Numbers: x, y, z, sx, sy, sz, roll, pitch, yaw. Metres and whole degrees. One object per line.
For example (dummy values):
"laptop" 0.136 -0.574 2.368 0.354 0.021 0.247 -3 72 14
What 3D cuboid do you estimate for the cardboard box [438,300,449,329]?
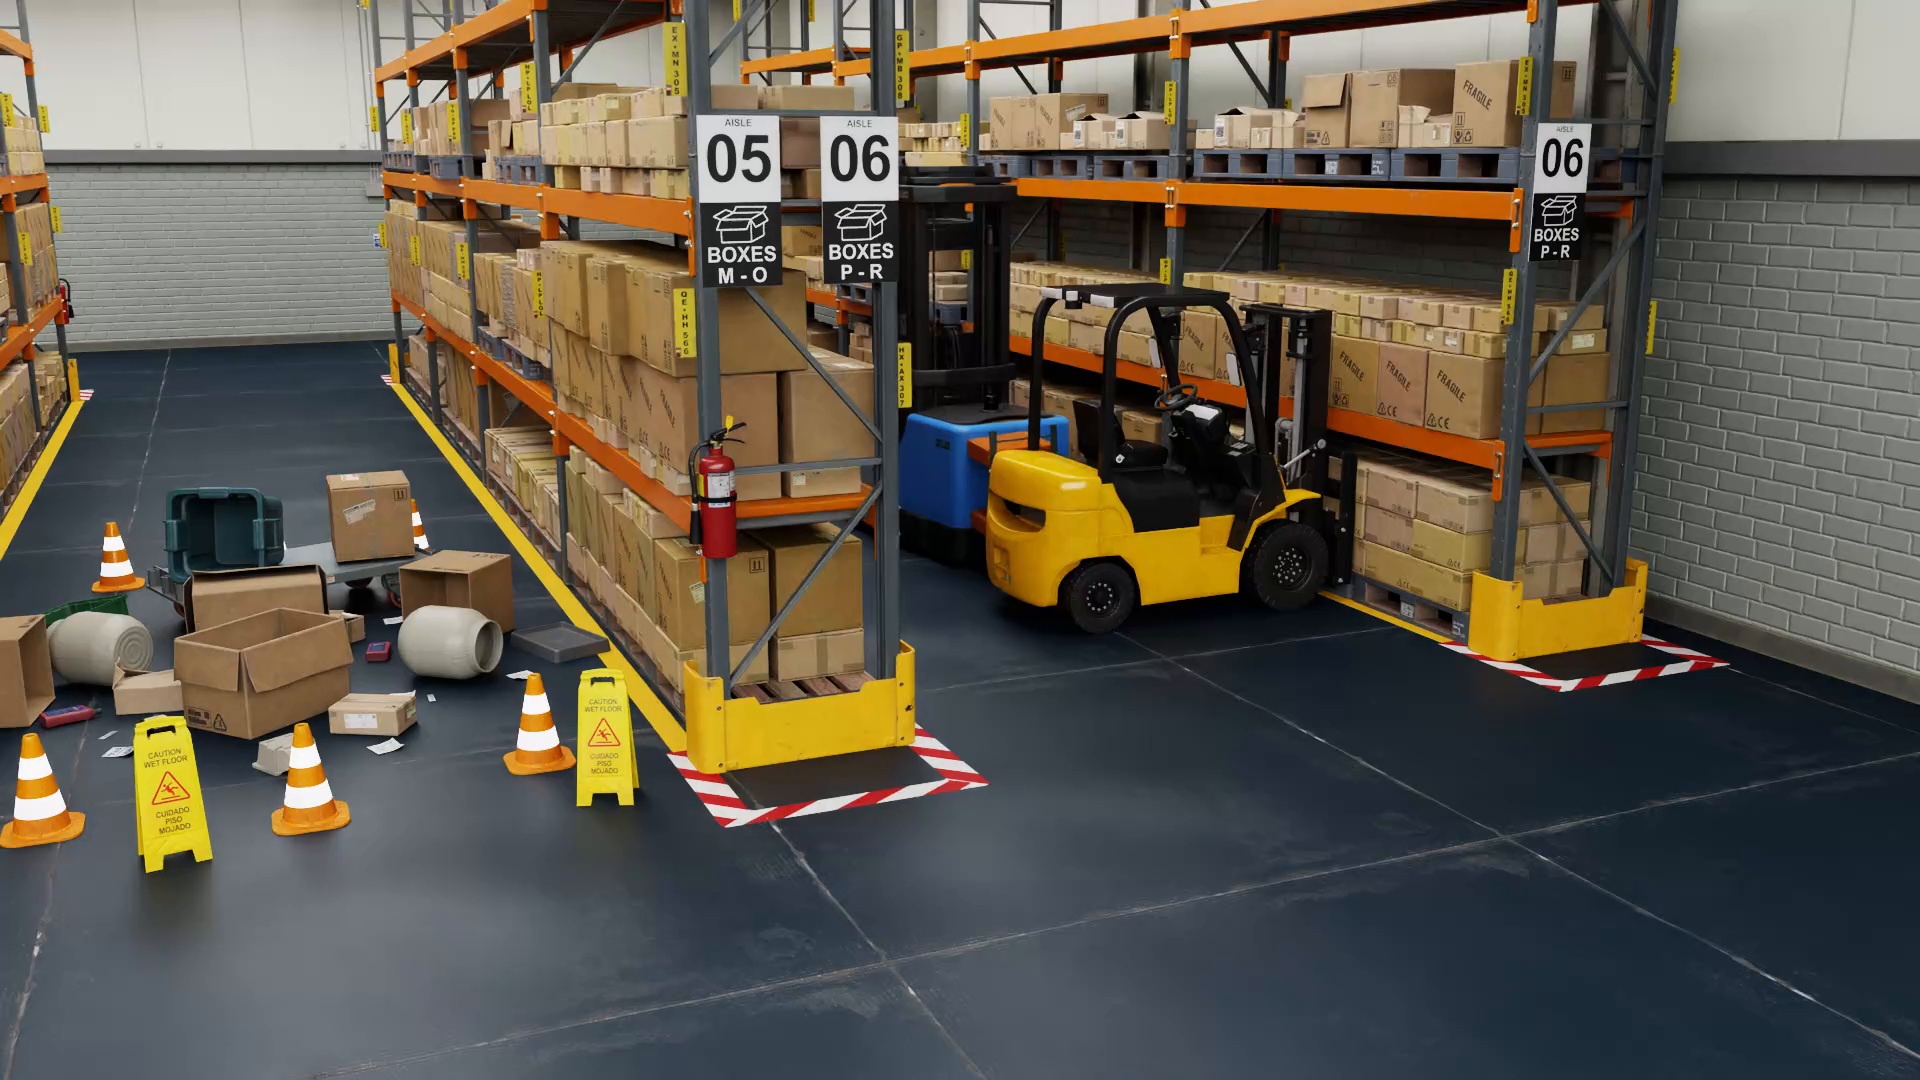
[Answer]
"cardboard box" -5.071 -2.332 17.126 0.500 0.250 0.500 -6 14 -24

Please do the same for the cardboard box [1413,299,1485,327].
"cardboard box" 3.163 -1.472 10.759 0.380 0.149 0.250 -5 14 -22

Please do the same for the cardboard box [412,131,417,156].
"cardboard box" -5.717 -4.303 18.026 0.396 0.266 0.258 -6 14 -23

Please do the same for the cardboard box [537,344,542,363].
"cardboard box" -2.941 -1.405 12.413 0.380 0.149 0.250 -6 14 -25

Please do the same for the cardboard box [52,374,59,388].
"cardboard box" -10.792 -1.861 19.489 0.380 0.149 0.250 -5 14 -22

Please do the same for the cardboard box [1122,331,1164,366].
"cardboard box" 1.713 -1.642 14.143 0.500 0.250 0.500 -5 14 -22

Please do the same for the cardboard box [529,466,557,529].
"cardboard box" -2.896 -0.366 13.195 0.950 0.372 0.625 -5 14 -19

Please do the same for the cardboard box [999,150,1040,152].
"cardboard box" 0.625 -4.140 17.402 0.380 0.149 0.250 -5 14 -22

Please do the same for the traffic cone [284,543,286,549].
"traffic cone" -5.204 -0.049 12.553 0.336 0.463 0.334 -6 14 -23

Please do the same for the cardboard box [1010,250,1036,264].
"cardboard box" 0.489 -2.834 17.811 0.500 0.500 0.500 -5 14 -20

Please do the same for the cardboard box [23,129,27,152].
"cardboard box" -10.676 -4.439 18.469 0.500 0.250 0.500 -6 14 -25

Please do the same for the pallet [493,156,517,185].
"pallet" -2.960 -2.906 13.038 1.213 0.211 1.003 -6 14 -23

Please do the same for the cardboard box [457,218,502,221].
"cardboard box" -5.565 -3.494 19.375 0.500 0.500 0.500 -6 14 -23

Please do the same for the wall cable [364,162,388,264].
"wall cable" -9.479 -5.337 27.456 0.585 1.953 0.123 -6 14 -23

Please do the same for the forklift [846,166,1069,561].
"forklift" -0.313 -1.553 13.579 1.130 2.935 3.031 -7 15 -29

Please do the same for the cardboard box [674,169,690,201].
"cardboard box" -1.189 -1.746 8.167 0.380 0.149 0.250 -6 14 -23

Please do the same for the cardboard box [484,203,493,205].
"cardboard box" -5.787 -3.936 19.846 0.380 0.149 0.250 -6 14 -23

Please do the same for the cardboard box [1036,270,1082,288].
"cardboard box" 0.937 -2.467 15.717 0.380 0.149 0.250 -5 14 -22

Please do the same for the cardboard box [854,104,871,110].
"cardboard box" -1.249 -5.132 20.066 0.396 0.266 0.258 -6 14 -24

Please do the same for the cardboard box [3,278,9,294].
"cardboard box" -9.751 -2.533 16.627 0.380 0.149 0.250 -5 14 -21

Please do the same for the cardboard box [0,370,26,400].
"cardboard box" -9.368 -1.484 16.077 0.500 0.250 0.500 -5 14 -20

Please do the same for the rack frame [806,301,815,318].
"rack frame" -2.652 -4.113 24.491 1.000 3.000 0.127 -6 14 -23

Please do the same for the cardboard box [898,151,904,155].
"cardboard box" -0.992 -4.951 21.128 0.500 0.250 0.500 -6 14 -24

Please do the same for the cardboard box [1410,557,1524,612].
"cardboard box" 3.279 0.259 10.767 0.500 0.250 0.500 -6 14 -23

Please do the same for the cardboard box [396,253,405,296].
"cardboard box" -6.854 -3.379 21.097 0.500 0.500 0.500 -6 14 -23

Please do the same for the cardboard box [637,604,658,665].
"cardboard box" -1.560 0.526 9.612 0.500 0.250 0.500 -6 14 -23

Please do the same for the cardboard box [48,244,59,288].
"cardboard box" -11.278 -3.320 20.183 0.500 0.500 0.500 -5 14 -22

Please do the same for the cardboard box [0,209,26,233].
"cardboard box" -10.271 -3.272 17.755 0.500 0.500 0.500 -6 14 -25

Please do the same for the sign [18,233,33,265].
"sign" -9.585 -2.985 17.047 0.100 0.325 0.005 -6 14 -23

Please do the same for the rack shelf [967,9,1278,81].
"rack shelf" 1.353 -4.425 15.014 1.077 0.370 4.000 -6 14 -23

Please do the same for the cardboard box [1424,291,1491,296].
"cardboard box" 3.411 -1.621 11.402 0.380 0.149 0.250 -5 14 -21

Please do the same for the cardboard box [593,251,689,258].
"cardboard box" -1.761 -1.442 9.850 0.700 0.500 0.500 -6 14 -23

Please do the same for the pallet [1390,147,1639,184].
"pallet" 3.497 -2.375 10.521 1.003 0.211 1.213 -6 14 -23

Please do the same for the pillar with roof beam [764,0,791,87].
"pillar with roof beam" -6.851 -7.286 24.893 9.100 9.000 0.400 -6 14 -23

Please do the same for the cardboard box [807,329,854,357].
"cardboard box" -1.772 -2.571 22.437 0.700 0.500 0.500 -6 14 -25

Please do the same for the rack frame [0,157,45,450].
"rack frame" -10.092 -2.370 16.958 1.000 3.000 0.127 -6 14 -23

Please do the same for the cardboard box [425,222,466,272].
"cardboard box" -5.455 -3.154 17.907 0.500 0.500 0.500 -6 14 -23

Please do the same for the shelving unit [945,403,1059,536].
"shelving unit" 0.313 -0.364 12.369 0.538 1.125 1.048 -7 15 -17

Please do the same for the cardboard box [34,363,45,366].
"cardboard box" -10.773 -1.942 19.181 0.380 0.149 0.250 -6 14 -25

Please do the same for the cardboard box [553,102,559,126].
"cardboard box" -2.434 -2.767 10.809 0.380 0.149 0.250 -5 14 -21

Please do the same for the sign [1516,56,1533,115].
"sign" 3.254 -2.616 9.580 0.100 0.325 0.005 -6 14 -23

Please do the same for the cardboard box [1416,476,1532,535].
"cardboard box" 3.287 -0.227 10.647 0.500 0.250 0.500 -5 14 -21

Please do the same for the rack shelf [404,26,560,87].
"rack shelf" -4.795 -4.802 16.644 1.077 0.370 4.000 -6 14 -23

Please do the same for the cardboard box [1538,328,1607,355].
"cardboard box" 3.859 -1.266 10.528 0.380 0.149 0.250 -6 14 -24

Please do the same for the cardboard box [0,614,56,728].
"cardboard box" -5.325 0.727 9.113 0.500 0.500 0.500 -3 13 -13

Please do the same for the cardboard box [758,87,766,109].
"cardboard box" -0.861 -2.229 8.483 0.380 0.149 0.250 -6 14 -23

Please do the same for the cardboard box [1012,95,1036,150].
"cardboard box" 0.913 -3.957 15.788 0.700 0.500 0.500 -6 14 -24

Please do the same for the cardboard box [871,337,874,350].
"cardboard box" -0.855 -2.390 20.216 0.380 0.149 0.250 -6 15 -26

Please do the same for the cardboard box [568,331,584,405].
"cardboard box" -2.249 -1.161 10.853 0.500 0.500 0.500 -6 14 -23

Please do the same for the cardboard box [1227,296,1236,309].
"cardboard box" 2.276 -1.805 12.855 0.380 0.149 0.250 -6 14 -23

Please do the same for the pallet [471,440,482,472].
"pallet" -4.241 -0.823 16.456 1.003 0.211 1.213 -6 14 -23

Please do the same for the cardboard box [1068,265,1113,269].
"cardboard box" 1.285 -2.629 16.417 0.380 0.149 0.250 -6 14 -24

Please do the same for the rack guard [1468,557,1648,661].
"rack guard" 3.766 0.415 10.468 1.175 0.500 0.348 -6 14 -23

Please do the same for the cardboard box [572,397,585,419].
"cardboard box" -2.411 -0.921 11.255 0.380 0.149 0.250 -5 14 -21

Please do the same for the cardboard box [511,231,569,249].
"cardboard box" -3.968 -2.671 15.821 0.500 0.500 0.500 -6 14 -25

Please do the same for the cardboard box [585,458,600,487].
"cardboard box" -2.200 -0.448 10.718 0.380 0.149 0.250 -5 14 -21

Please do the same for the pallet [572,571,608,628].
"pallet" -2.091 0.309 11.567 1.003 0.211 1.213 -6 14 -23
